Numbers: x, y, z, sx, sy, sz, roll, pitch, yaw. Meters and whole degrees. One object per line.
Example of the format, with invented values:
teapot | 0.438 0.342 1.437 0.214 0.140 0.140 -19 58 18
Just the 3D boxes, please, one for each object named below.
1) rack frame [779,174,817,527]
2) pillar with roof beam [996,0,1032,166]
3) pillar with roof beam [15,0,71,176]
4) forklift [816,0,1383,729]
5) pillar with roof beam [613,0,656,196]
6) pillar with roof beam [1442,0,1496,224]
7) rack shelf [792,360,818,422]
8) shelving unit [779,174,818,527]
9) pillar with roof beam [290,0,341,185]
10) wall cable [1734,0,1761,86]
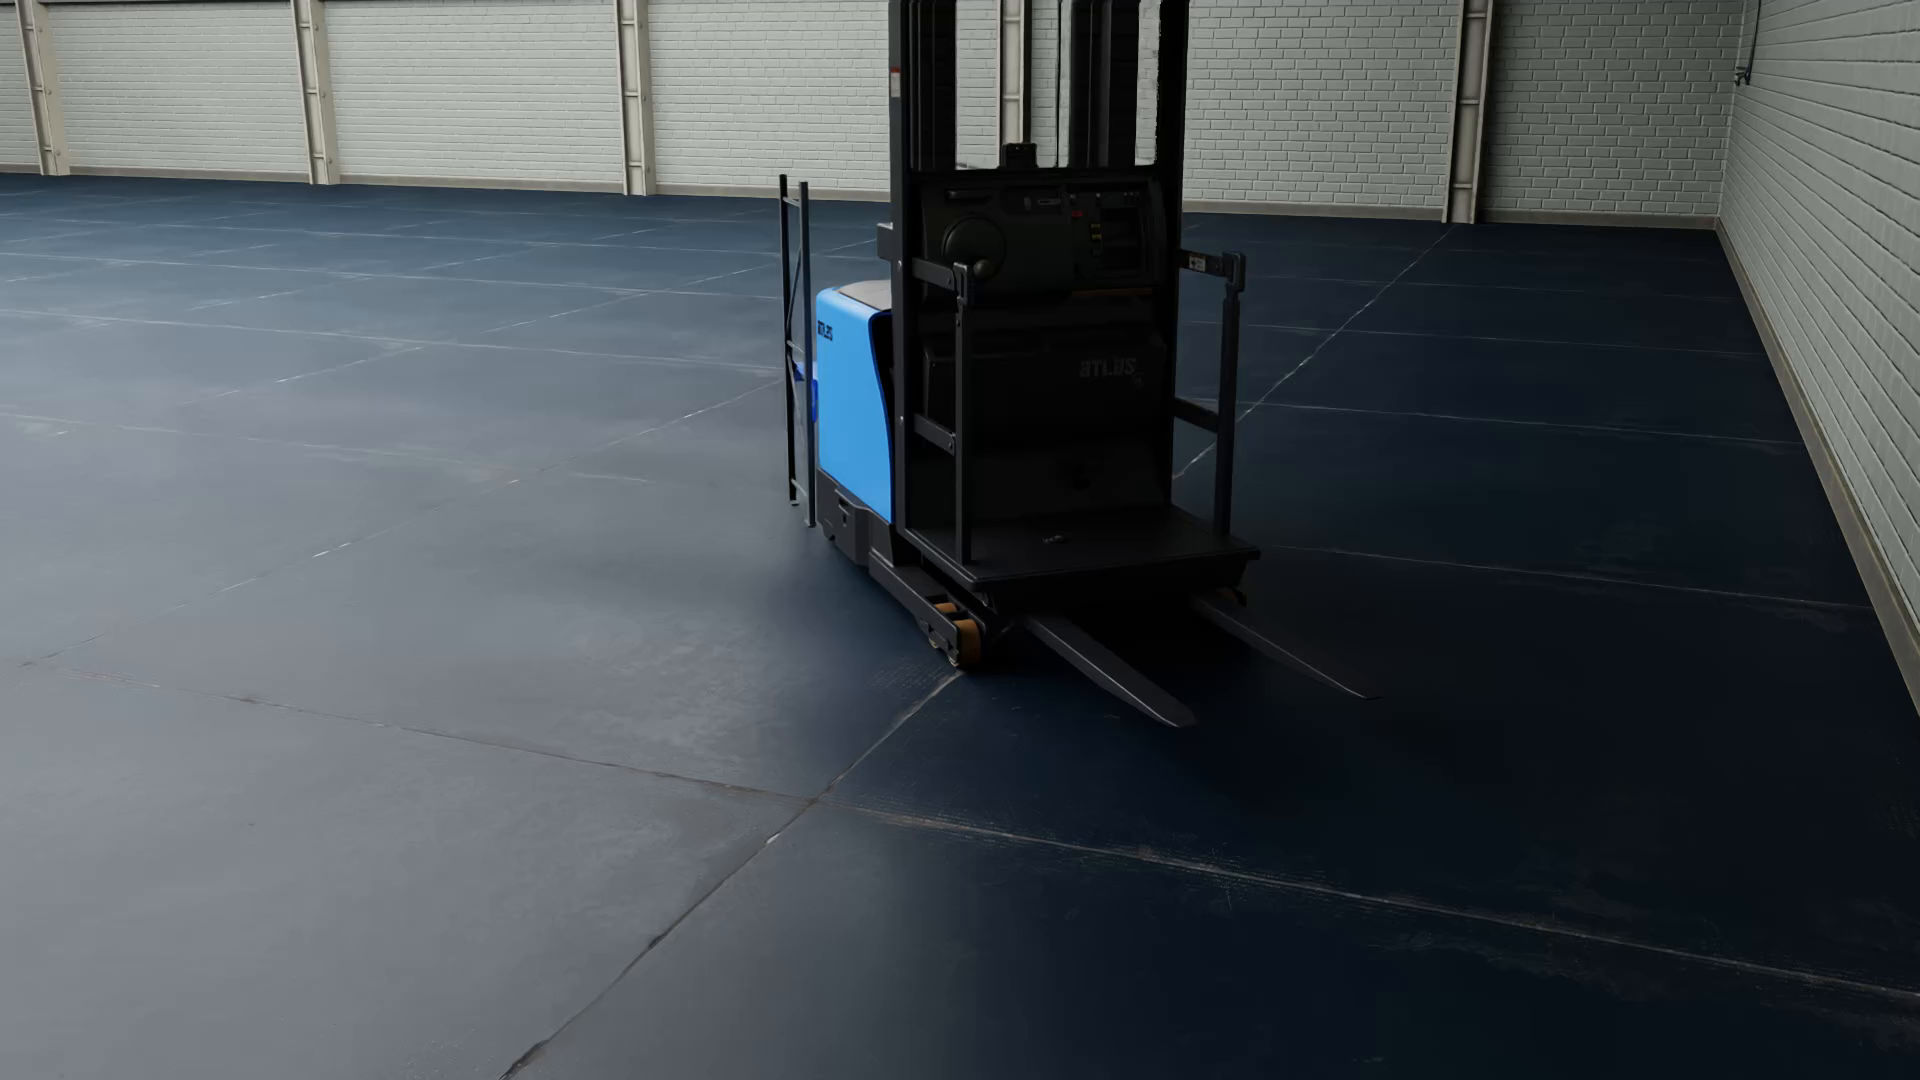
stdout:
rack frame | -0.722 -0.844 7.390 0.032 1.500 0.500 -5 17 -16
pillar with roof beam | -0.850 -7.838 18.032 0.400 9.000 9.100 6 17 21
pillar with roof beam | -17.594 -9.679 24.374 0.400 9.000 9.100 6 17 21
forklift | 0.379 -1.103 5.716 1.130 2.935 3.031 -6 17 -20
pillar with roof beam | -6.431 -8.452 20.146 0.400 9.000 9.100 6 17 21
pillar with roof beam | 4.732 -7.224 15.918 0.400 9.000 9.100 6 17 21
rack shelf | -0.236 -0.712 7.581 1.000 0.185 0.538 -5 17 -16
shelving unit | -0.236 -0.885 7.531 1.048 1.500 0.538 -5 17 -16
pillar with roof beam | -12.013 -9.066 22.260 0.400 9.000 9.100 6 17 21
wall cable | 8.567 -6.205 17.977 0.112 2.526 3.097 6 17 21
